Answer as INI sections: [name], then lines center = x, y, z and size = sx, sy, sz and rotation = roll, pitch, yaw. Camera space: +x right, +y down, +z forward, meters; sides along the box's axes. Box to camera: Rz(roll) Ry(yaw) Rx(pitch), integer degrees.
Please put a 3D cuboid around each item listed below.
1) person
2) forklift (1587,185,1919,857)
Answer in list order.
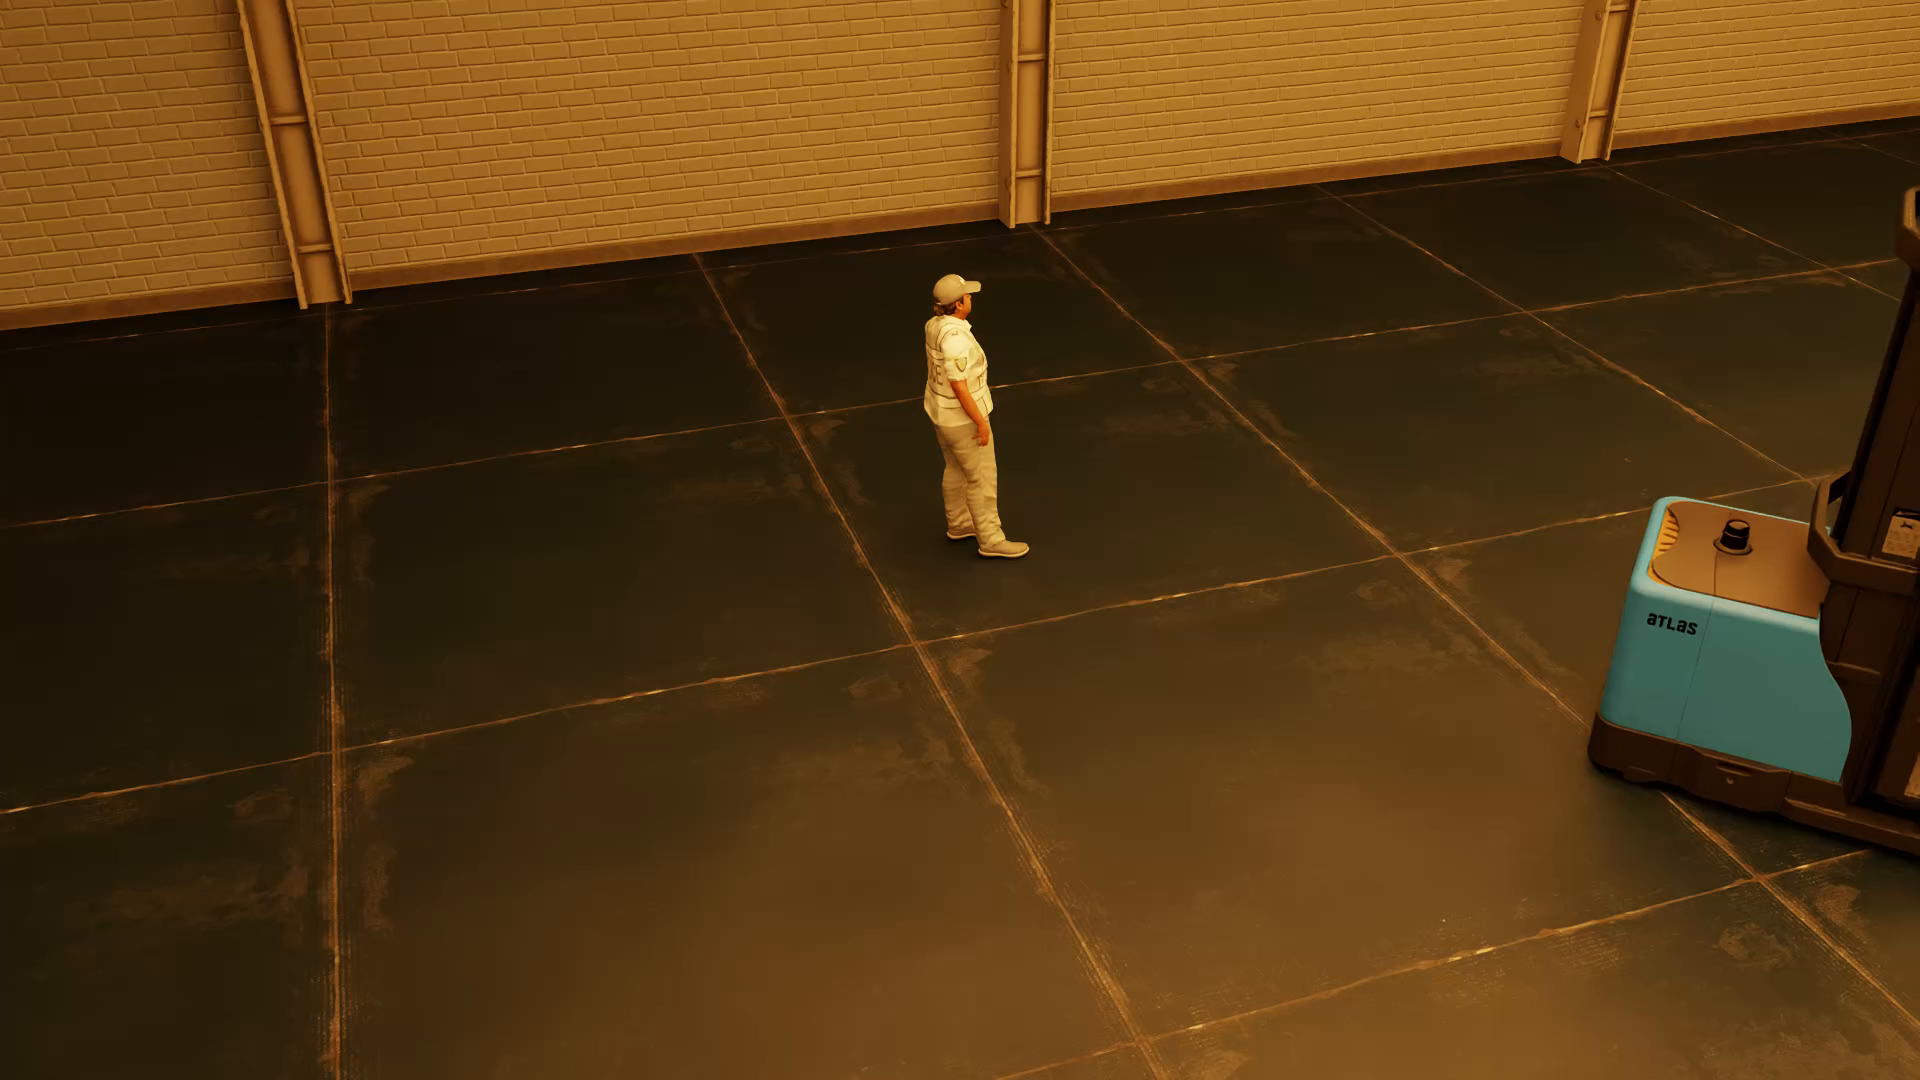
[person]
center = 0.080, -0.730, 9.609
size = 0.529, 1.670, 0.598
rotation = -10, 31, -16
[forklift]
center = 4.599, -0.029, 7.137
size = 3.031, 2.935, 1.130
rotation = 14, 33, 23
